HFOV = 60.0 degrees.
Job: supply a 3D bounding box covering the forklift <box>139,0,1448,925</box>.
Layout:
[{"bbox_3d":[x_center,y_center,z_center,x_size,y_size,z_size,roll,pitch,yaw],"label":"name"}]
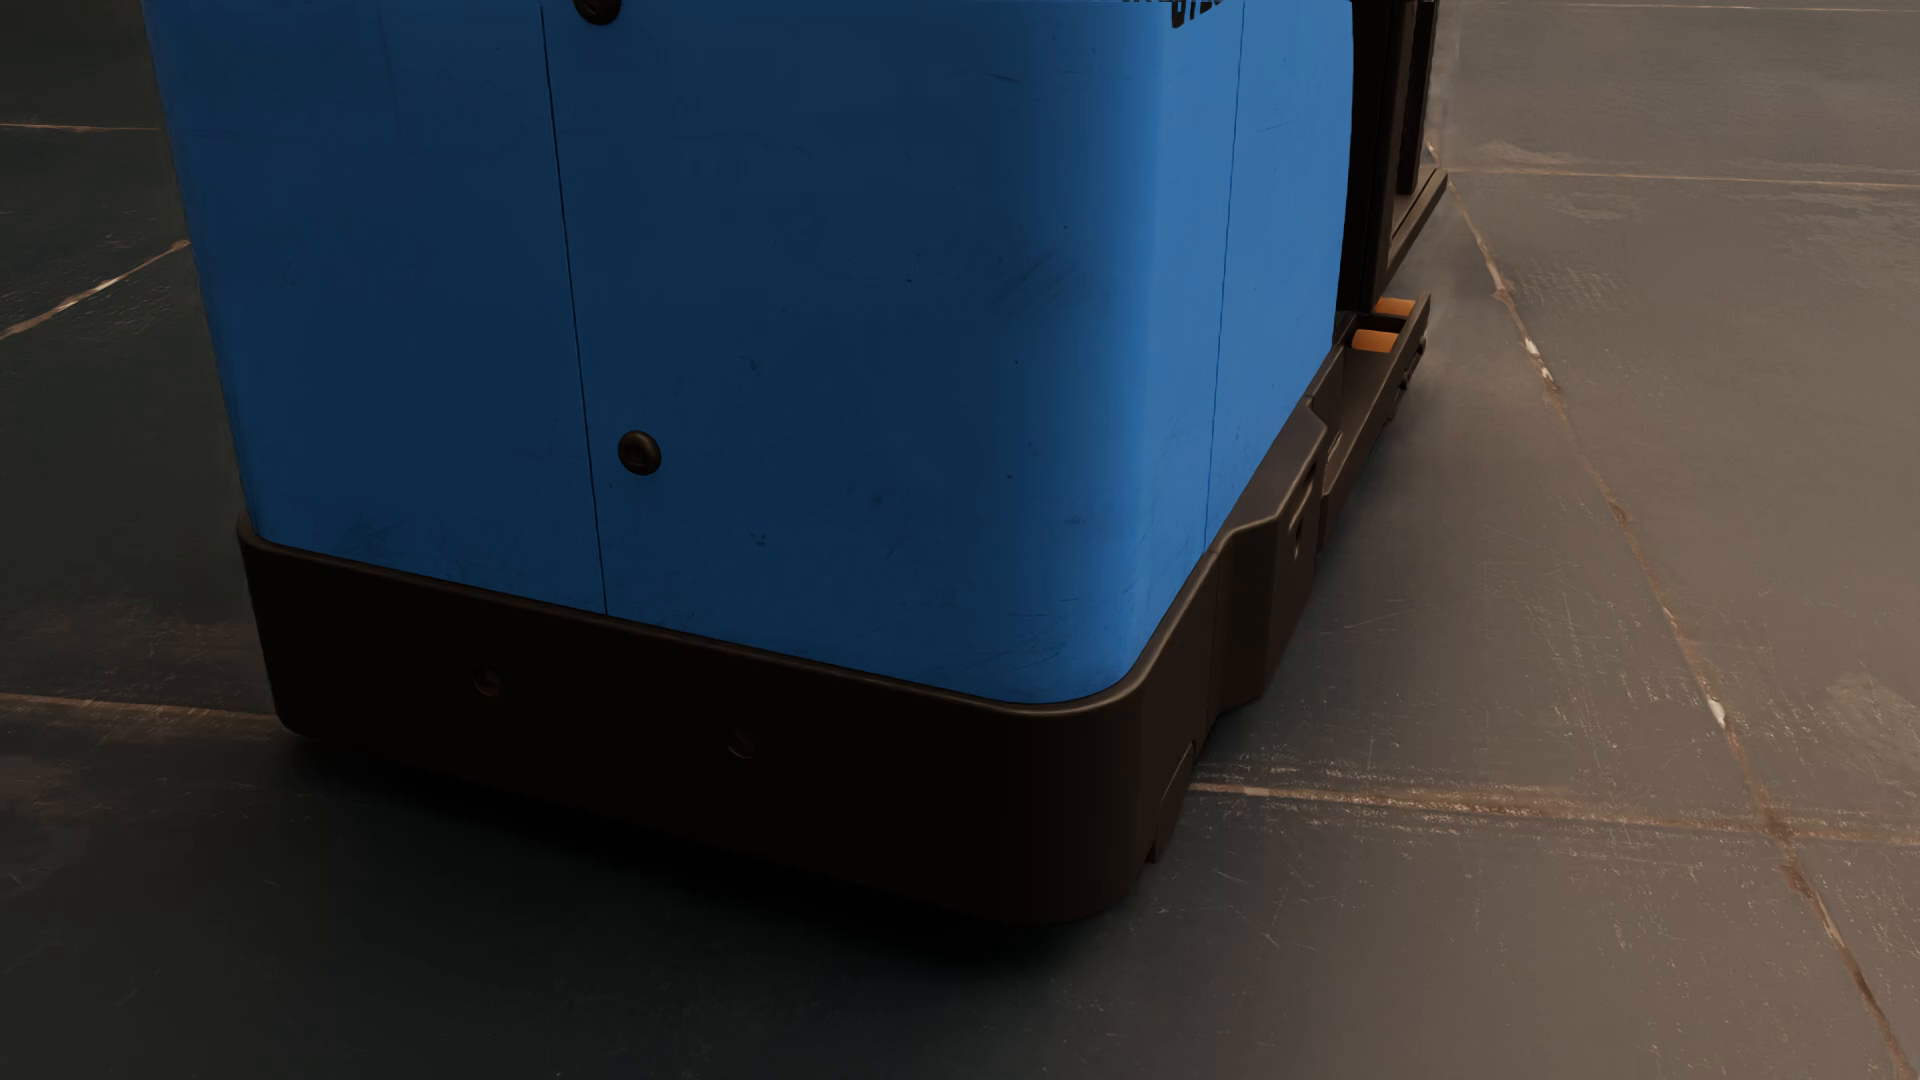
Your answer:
[{"bbox_3d":[0.223,-1.576,2.376,1.130,2.935,3.031,10,28,20],"label":"forklift"}]
